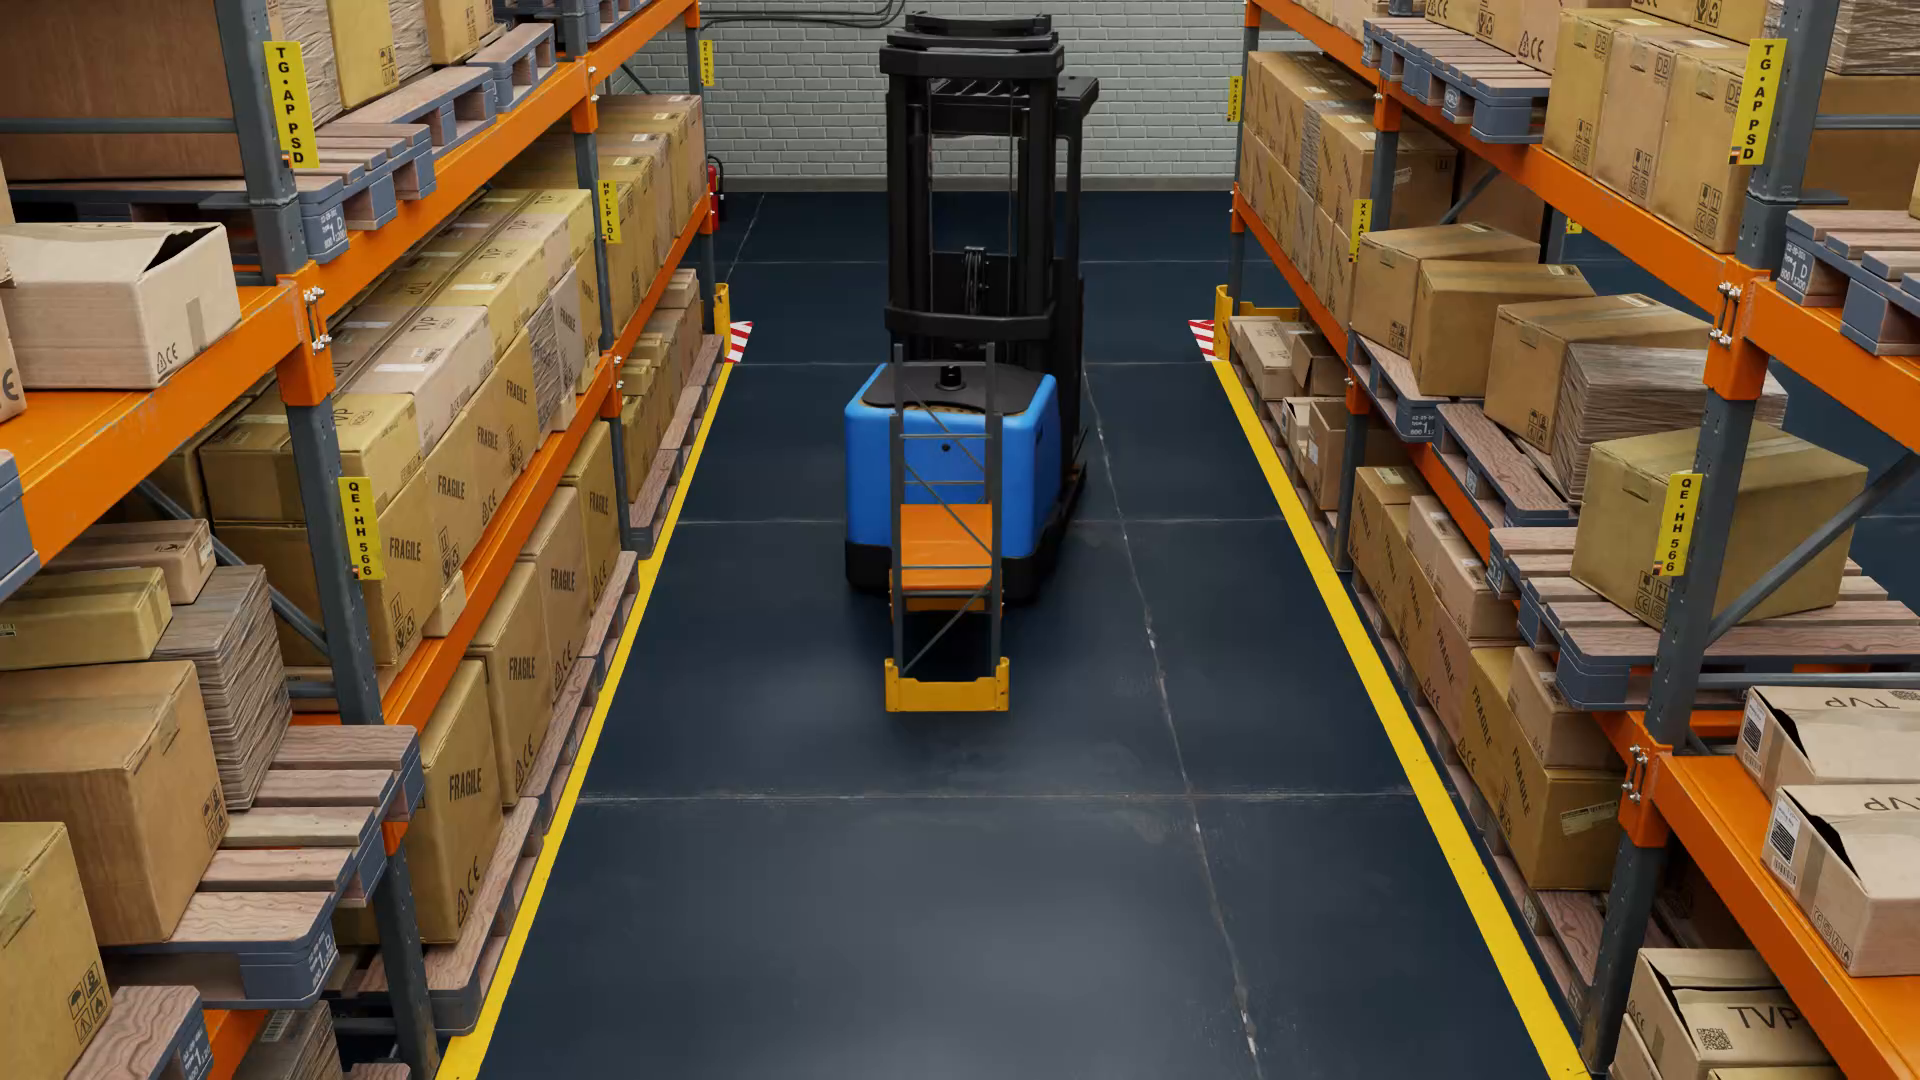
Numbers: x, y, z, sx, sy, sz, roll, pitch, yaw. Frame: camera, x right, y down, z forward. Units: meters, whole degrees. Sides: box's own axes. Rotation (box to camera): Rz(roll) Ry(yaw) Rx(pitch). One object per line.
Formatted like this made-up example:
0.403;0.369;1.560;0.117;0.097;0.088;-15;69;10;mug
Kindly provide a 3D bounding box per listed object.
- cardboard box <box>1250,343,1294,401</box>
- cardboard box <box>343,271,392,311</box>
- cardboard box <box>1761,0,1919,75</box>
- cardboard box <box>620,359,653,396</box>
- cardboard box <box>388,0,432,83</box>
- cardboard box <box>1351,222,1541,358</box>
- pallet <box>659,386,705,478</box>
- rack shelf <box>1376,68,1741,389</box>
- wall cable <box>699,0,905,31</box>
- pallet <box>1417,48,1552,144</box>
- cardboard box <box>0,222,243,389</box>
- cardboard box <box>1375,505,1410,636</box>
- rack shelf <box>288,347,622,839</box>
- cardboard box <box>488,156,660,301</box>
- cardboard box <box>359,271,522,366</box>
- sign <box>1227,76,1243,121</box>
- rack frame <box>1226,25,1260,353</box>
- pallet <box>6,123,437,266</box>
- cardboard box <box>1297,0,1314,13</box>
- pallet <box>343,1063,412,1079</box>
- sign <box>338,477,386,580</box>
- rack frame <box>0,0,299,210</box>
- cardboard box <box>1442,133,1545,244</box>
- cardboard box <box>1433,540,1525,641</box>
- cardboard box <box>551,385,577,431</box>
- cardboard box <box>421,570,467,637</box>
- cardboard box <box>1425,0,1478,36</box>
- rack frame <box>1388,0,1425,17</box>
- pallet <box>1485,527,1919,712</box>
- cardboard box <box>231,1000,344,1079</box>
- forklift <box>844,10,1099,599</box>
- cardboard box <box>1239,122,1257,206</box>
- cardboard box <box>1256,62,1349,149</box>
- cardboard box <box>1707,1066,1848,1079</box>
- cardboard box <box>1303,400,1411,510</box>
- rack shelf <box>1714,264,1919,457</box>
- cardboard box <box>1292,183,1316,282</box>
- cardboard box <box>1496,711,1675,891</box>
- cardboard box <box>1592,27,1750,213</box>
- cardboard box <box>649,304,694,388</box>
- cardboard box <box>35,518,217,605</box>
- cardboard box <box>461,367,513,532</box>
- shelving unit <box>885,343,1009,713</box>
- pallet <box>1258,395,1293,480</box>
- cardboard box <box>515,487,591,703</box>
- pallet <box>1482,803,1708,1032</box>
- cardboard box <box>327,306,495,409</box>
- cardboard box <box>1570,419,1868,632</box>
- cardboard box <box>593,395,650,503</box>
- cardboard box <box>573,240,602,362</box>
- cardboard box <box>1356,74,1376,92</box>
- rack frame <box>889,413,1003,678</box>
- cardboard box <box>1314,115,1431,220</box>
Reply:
2.302;-1.164;11.487;0.500;0.250;0.500;0;24;-1;cardboard box
-2.572;-0.886;6.652;0.500;0.250;0.500;-1;24;-2;cardboard box
2.658;-1.605;4.684;0.500;0.500;0.500;0;24;-1;cardboard box
-2.067;-0.980;10.014;0.380;0.149;0.250;1;24;1;cardboard box
-2.429;-1.996;6.227;0.700;0.500;0.500;0;24;-1;cardboard box
2.394;-1.246;8.235;0.700;0.500;0.500;-9;26;-18;cardboard box
-2.287;-0.729;11.106;1.003;0.211;1.213;0;24;-1;pallet
2.635;-1.421;6.484;1.077;0.370;4.000;0;24;-1;rack shelf
-2.088;-6.481;16.928;3.097;2.526;0.112;0;24;-1;wall cable
2.564;-1.790;6.657;1.213;0.211;1.003;0;24;-1;pallet
-2.019;-0.573;3.822;0.500;0.311;0.500;0;24;-1;cardboard box
2.391;0.153;8.271;0.500;0.500;0.500;0;24;0;cardboard box
-2.319;-0.030;7.049;1.077;0.370;4.000;0;24;-1;rack shelf
-2.333;-1.843;9.821;0.980;0.700;0.700;-1;24;-2;cardboard box
-2.072;-0.892;6.665;0.500;0.250;0.500;-1;24;-2;cardboard box
2.027;-3.246;12.236;0.100;0.325;0.005;0;24;-1;sign
2.569;-2.854;12.420;1.000;3.000;0.127;0;24;-1;rack frame
-2.357;-1.079;5.086;1.213;0.211;1.003;1;24;2;pallet
2.332;-3.321;9.996;0.500;0.250;0.500;0;24;-1;cardboard box
-2.290;2.059;4.942;1.003;0.211;1.213;0;24;-1;pallet
-1.754;-0.031;4.871;0.100;0.325;0.005;0;24;-1;sign
-2.297;-2.267;3.843;1.000;3.000;0.127;0;24;-1;rack frame
2.889;-1.902;8.981;0.500;0.500;0.500;0;24;1;cardboard box
2.391;0.210;7.235;0.500;0.250;0.500;-1;24;-2;cardboard box
-2.008;-0.619;7.759;0.380;0.149;0.250;0;24;-1;cardboard box
-1.981;0.221;5.901;0.380;0.149;0.250;0;24;1;cardboard box
2.545;-2.647;7.570;0.600;0.600;0.600;-3;24;-6;cardboard box
2.613;-3.939;7.540;1.000;3.000;0.127;0;24;-1;rack frame
2.579;0.251;5.788;1.213;0.211;1.003;0;24;-1;pallet
-2.237;1.701;4.848;0.700;0.500;0.500;0;24;0;cardboard box
0.184;-1.602;9.735;1.130;2.935;3.031;5;25;11;forklift
2.310;-2.716;11.993;0.500;0.500;0.500;0;24;1;cardboard box
2.324;-2.956;11.310;0.500;0.500;0.500;0;24;0;cardboard box
2.383;1.682;4.537;0.500;0.311;0.500;-1;24;-2;cardboard box
2.323;-0.501;9.717;0.500;0.500;0.500;0;24;-1;cardboard box
2.678;0.228;2.839;1.077;0.370;4.000;0;24;-1;rack shelf
2.336;-1.880;10.146;0.500;0.500;0.500;0;24;1;cardboard box
2.412;0.997;6.406;0.500;0.500;0.500;1;24;2;cardboard box
2.612;-1.360;5.355;0.910;0.500;0.500;0;24;-1;cardboard box
-2.271;-1.388;11.704;0.700;0.500;0.500;0;24;-1;cardboard box
-2.263;0.067;4.520;0.380;0.149;0.250;-3;25;-7;cardboard box
-2.047;-0.346;6.367;0.500;0.500;0.500;0;24;-1;cardboard box
-0.070;-0.084;8.116;0.587;1.500;1.083;0;24;-1;shelving unit
2.590;-0.722;11.091;1.003;0.211;1.213;0;24;-1;pallet
-2.191;0.240;7.679;0.750;0.750;0.750;0;24;1;cardboard box
2.686;1.405;6.387;1.003;0.211;1.213;0;24;-1;pallet
-2.060;-0.681;6.200;0.500;0.250;0.500;0;24;0;cardboard box
2.537;-0.053;5.597;0.700;0.500;0.500;-9;26;-18;cardboard box
-2.246;-0.543;9.834;0.700;0.500;0.500;0;24;0;cardboard box
-2.083;-1.183;8.219;0.500;0.500;0.500;-1;24;-1;cardboard box
2.866;-2.751;10.858;0.500;0.500;0.500;0;24;1;cardboard box
-0.062;0.129;7.644;0.500;1.500;0.032;0;24;-1;rack frame
2.340;-2.125;9.474;0.500;0.500;0.500;-1;24;-2;cardboard box
